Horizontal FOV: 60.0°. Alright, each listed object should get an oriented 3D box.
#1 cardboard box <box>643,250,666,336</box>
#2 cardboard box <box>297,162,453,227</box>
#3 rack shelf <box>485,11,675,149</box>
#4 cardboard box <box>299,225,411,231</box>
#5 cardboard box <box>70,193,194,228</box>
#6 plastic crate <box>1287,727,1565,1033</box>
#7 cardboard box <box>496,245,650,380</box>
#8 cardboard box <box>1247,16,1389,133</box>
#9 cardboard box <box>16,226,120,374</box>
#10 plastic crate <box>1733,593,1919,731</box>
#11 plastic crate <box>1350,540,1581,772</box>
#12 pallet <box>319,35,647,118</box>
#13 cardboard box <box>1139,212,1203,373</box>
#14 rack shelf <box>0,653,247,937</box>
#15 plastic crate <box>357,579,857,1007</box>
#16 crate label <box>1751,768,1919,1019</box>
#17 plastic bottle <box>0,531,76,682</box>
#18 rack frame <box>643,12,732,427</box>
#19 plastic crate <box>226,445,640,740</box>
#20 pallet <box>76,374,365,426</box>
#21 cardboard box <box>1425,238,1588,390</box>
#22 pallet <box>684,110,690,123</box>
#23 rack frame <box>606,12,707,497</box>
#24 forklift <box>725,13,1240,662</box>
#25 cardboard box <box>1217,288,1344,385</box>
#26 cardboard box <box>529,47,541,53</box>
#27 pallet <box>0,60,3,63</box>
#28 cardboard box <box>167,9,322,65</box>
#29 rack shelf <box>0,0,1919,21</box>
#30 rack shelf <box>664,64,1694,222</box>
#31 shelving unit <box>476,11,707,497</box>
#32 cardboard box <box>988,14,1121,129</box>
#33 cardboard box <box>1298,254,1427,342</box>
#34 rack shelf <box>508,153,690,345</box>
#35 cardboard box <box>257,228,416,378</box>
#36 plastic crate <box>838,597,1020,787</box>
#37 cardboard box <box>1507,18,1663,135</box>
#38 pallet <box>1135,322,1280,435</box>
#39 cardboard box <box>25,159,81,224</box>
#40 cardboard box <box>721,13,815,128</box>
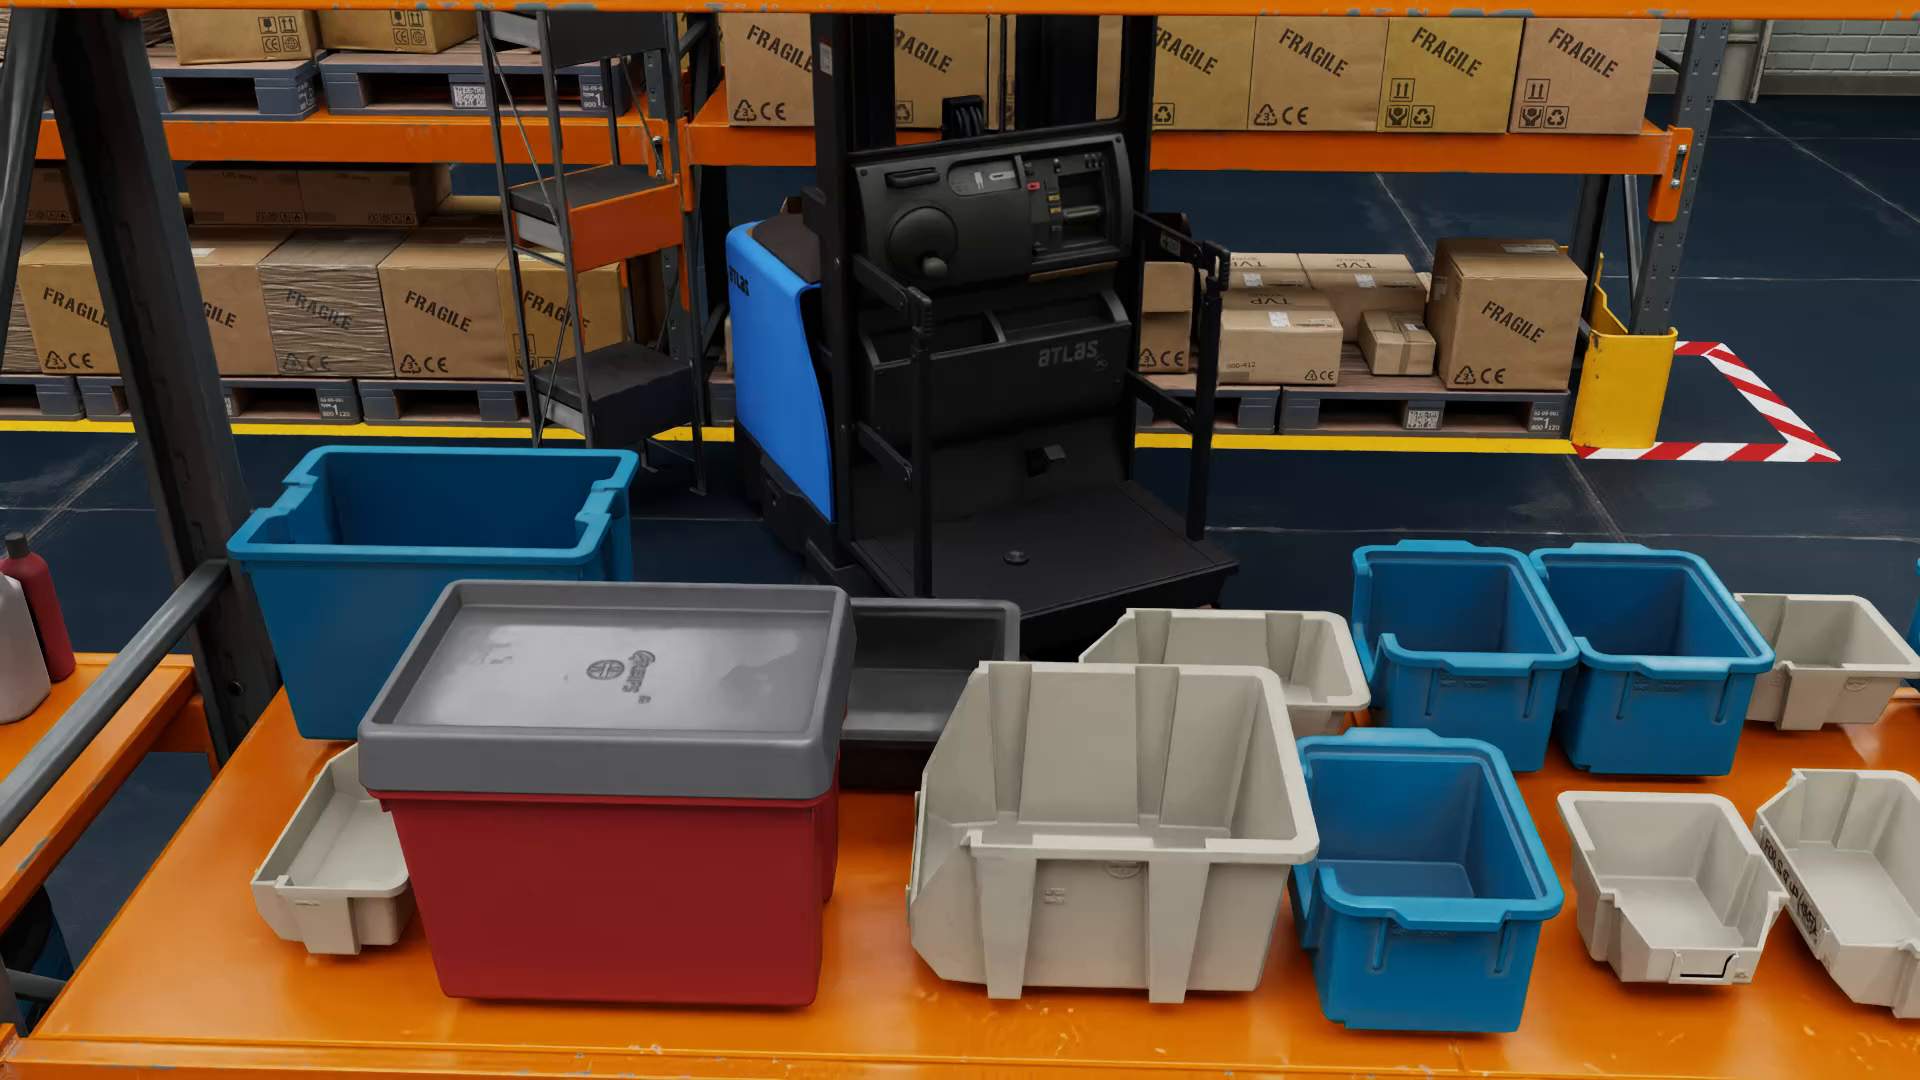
[{"bbox_3d":[-1.621,-1.259,7.622,0.500,0.500,0.500,0,28,-1],"label":"cardboard box"},{"bbox_3d":[-2.620,-1.607,7.477,0.500,0.250,0.500,1,28,2],"label":"cardboard box"},{"bbox_3d":[-1.319,-1.687,5.725,0.431,0.518,0.480,24,36,37],"label":"rack shelf"},{"bbox_3d":[-2.653,-1.274,7.651,0.500,0.500,0.500,1,28,2],"label":"cardboard box"},{"bbox_3d":[-3.683,-1.289,7.678,0.500,0.500,0.500,0,28,0],"label":"cardboard box"},{"bbox_3d":[0.612,0.471,2.273,0.300,0.233,0.416,1,28,2],"label":"plastic crate"},{"bbox_3d":[-1.649,-1.011,7.154,0.500,0.500,0.500,1,28,2],"label":"cardboard box"},{"bbox_3d":[1.377,-1.923,6.568,0.500,0.500,0.500,1,28,2],"label":"cardboard box"},{"bbox_3d":[-3.674,-1.045,7.218,0.500,0.500,0.500,1,28,1],"label":"cardboard box"},{"bbox_3d":[1.442,0.214,2.861,0.298,0.136,0.250,1,28,2],"label":"plastic crate"},{"bbox_3d":[0.822,0.200,2.785,0.300,0.233,0.416,1,28,2],"label":"plastic crate"},{"bbox_3d":[-1.941,-2.026,7.075,1.213,0.211,1.003,1,28,2],"label":"pallet"},{"bbox_3d":[0.732,-1.110,7.337,0.637,0.503,0.797,1,28,2],"label":"cardboard box"},{"bbox_3d":[-3.323,0.556,2.766,4.000,0.370,1.077,1,28,2],"label":"rack shelf"},{"bbox_3d":[-0.441,0.349,2.257,0.583,0.464,0.402,1,28,2],"label":"plastic crate"},{"bbox_3d":[1.283,0.494,2.333,0.243,0.136,0.396,1,28,2],"label":"crate label"},{"bbox_3d":[-1.676,0.117,2.951,0.133,0.283,0.061,1,28,2],"label":"plastic bottle"},{"bbox_3d":[-1.146,-2.047,6.909,0.127,3.000,1.000,1,28,2],"label":"rack frame"},{"bbox_3d":[-0.846,0.100,2.812,0.575,0.384,0.392,1,28,2],"label":"plastic crate"},{"bbox_3d":[-3.183,-0.830,7.590,1.213,0.211,1.003,1,28,2],"label":"pallet"},{"bbox_3d":[2.299,-0.965,7.066,0.500,0.500,0.500,1,28,2],"label":"cardboard box"},{"bbox_3d":[-1.749,-3.111,11.894,1.213,0.211,1.003,1,28,2],"label":"pallet"},{"bbox_3d":[-1.152,-1.164,6.203,0.400,2.100,0.015,24,36,37],"label":"rack frame"},{"bbox_3d":[0.214,-0.995,4.997,1.130,2.935,3.031,-13,31,-23],"label":"forklift"},{"bbox_3d":[1.351,-0.884,7.181,0.500,0.250,0.500,1,28,2],"label":"cardboard box"},{"bbox_3d":[-1.612,-2.389,6.999,0.500,0.500,0.700,-8,29,-15],"label":"cardboard box"},{"bbox_3d":[-4.464,-2.050,7.119,1.003,0.211,1.213,1,28,2],"label":"pallet"},{"bbox_3d":[-2.914,-2.277,6.788,0.500,0.500,0.700,-6,29,-11],"label":"cardboard box"},{"bbox_3d":[0.674,-0.703,1.939,4.000,0.370,1.077,1,28,2],"label":"rack shelf"},{"bbox_3d":[0.853,-1.696,7.015,4.000,0.370,1.077,1,28,2],"label":"rack shelf"},{"bbox_3d":[-1.319,-1.080,6.046,0.431,2.100,0.503,24,36,37],"label":"shelving unit"},{"bbox_3d":[0.365,-1.939,6.598,0.500,0.500,0.500,1,28,2],"label":"cardboard box"},{"bbox_3d":[1.818,-1.110,7.608,0.500,0.250,0.500,1,28,2],"label":"cardboard box"},{"bbox_3d":[-1.319,-1.068,6.053,0.431,0.518,0.480,24,36,37],"label":"rack shelf"},{"bbox_3d":[-2.644,-1.032,7.192,0.500,0.500,0.500,1,28,2],"label":"cardboard box"},{"bbox_3d":[-0.196,0.259,2.788,0.590,0.125,0.437,1,28,2],"label":"plastic crate"},{"bbox_3d":[2.394,-1.905,6.534,0.500,0.500,0.500,2,28,3],"label":"cardboard box"},{"bbox_3d":[0.763,-0.784,7.504,1.213,0.211,1.003,1,28,2],"label":"pallet"},{"bbox_3d":[-4.144,-1.630,7.520,0.500,0.250,0.500,2,28,4],"label":"cardboard box"},{"bbox_3d":[-0.646,-1.955,6.629,0.500,0.500,0.500,2,28,3],"label":"cardboard box"}]
